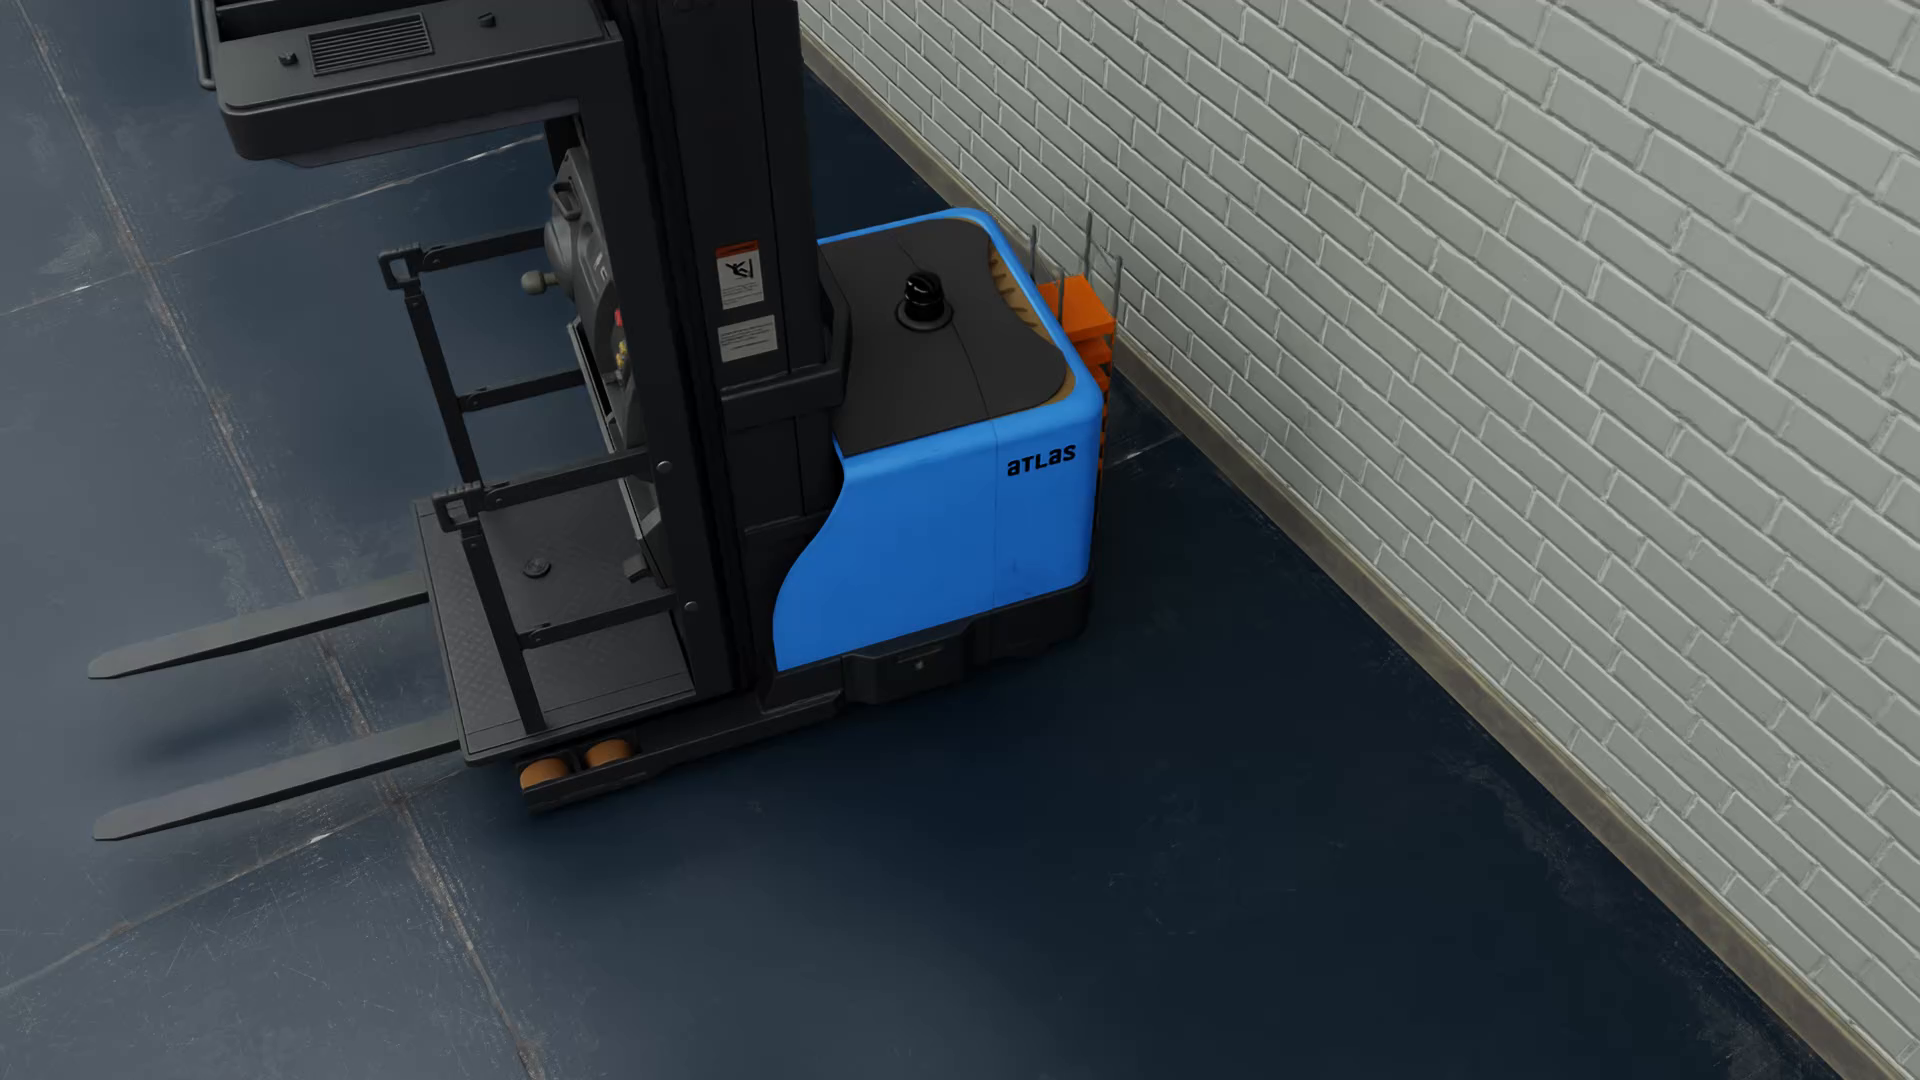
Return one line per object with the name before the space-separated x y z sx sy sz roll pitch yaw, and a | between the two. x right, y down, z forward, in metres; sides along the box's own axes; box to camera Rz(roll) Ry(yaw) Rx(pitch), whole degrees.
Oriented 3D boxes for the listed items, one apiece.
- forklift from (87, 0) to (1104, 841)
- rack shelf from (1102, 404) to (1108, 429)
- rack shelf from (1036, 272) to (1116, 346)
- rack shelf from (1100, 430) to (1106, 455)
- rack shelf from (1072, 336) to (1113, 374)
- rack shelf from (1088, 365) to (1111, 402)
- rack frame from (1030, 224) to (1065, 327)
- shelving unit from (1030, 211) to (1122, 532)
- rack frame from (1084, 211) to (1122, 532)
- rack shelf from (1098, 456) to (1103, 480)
forklift | -1.149 -0.610 4.330 3.031 2.935 1.130 -16 50 -14
rack shelf | 0.346 -0.457 5.413 0.180 0.103 0.258 -16 50 -14
rack shelf | 0.346 -0.696 5.144 0.180 0.103 0.258 -16 50 -14
rack shelf | 0.346 -0.377 5.503 0.180 0.103 0.258 -16 50 -14
rack shelf | 0.346 -0.617 5.234 0.180 0.103 0.258 -16 50 -14
rack shelf | 0.346 -0.537 5.323 0.180 0.103 0.258 -16 50 -14
rack frame | 0.260 -0.463 5.358 0.006 1.200 0.240 -16 50 -14
shelving unit | 0.346 -0.487 5.380 0.189 1.200 0.258 -16 50 -14
rack frame | 0.432 -0.511 5.401 0.006 1.200 0.240 -16 50 -14
rack shelf | 0.346 -0.297 5.592 0.180 0.103 0.258 -16 50 -14
